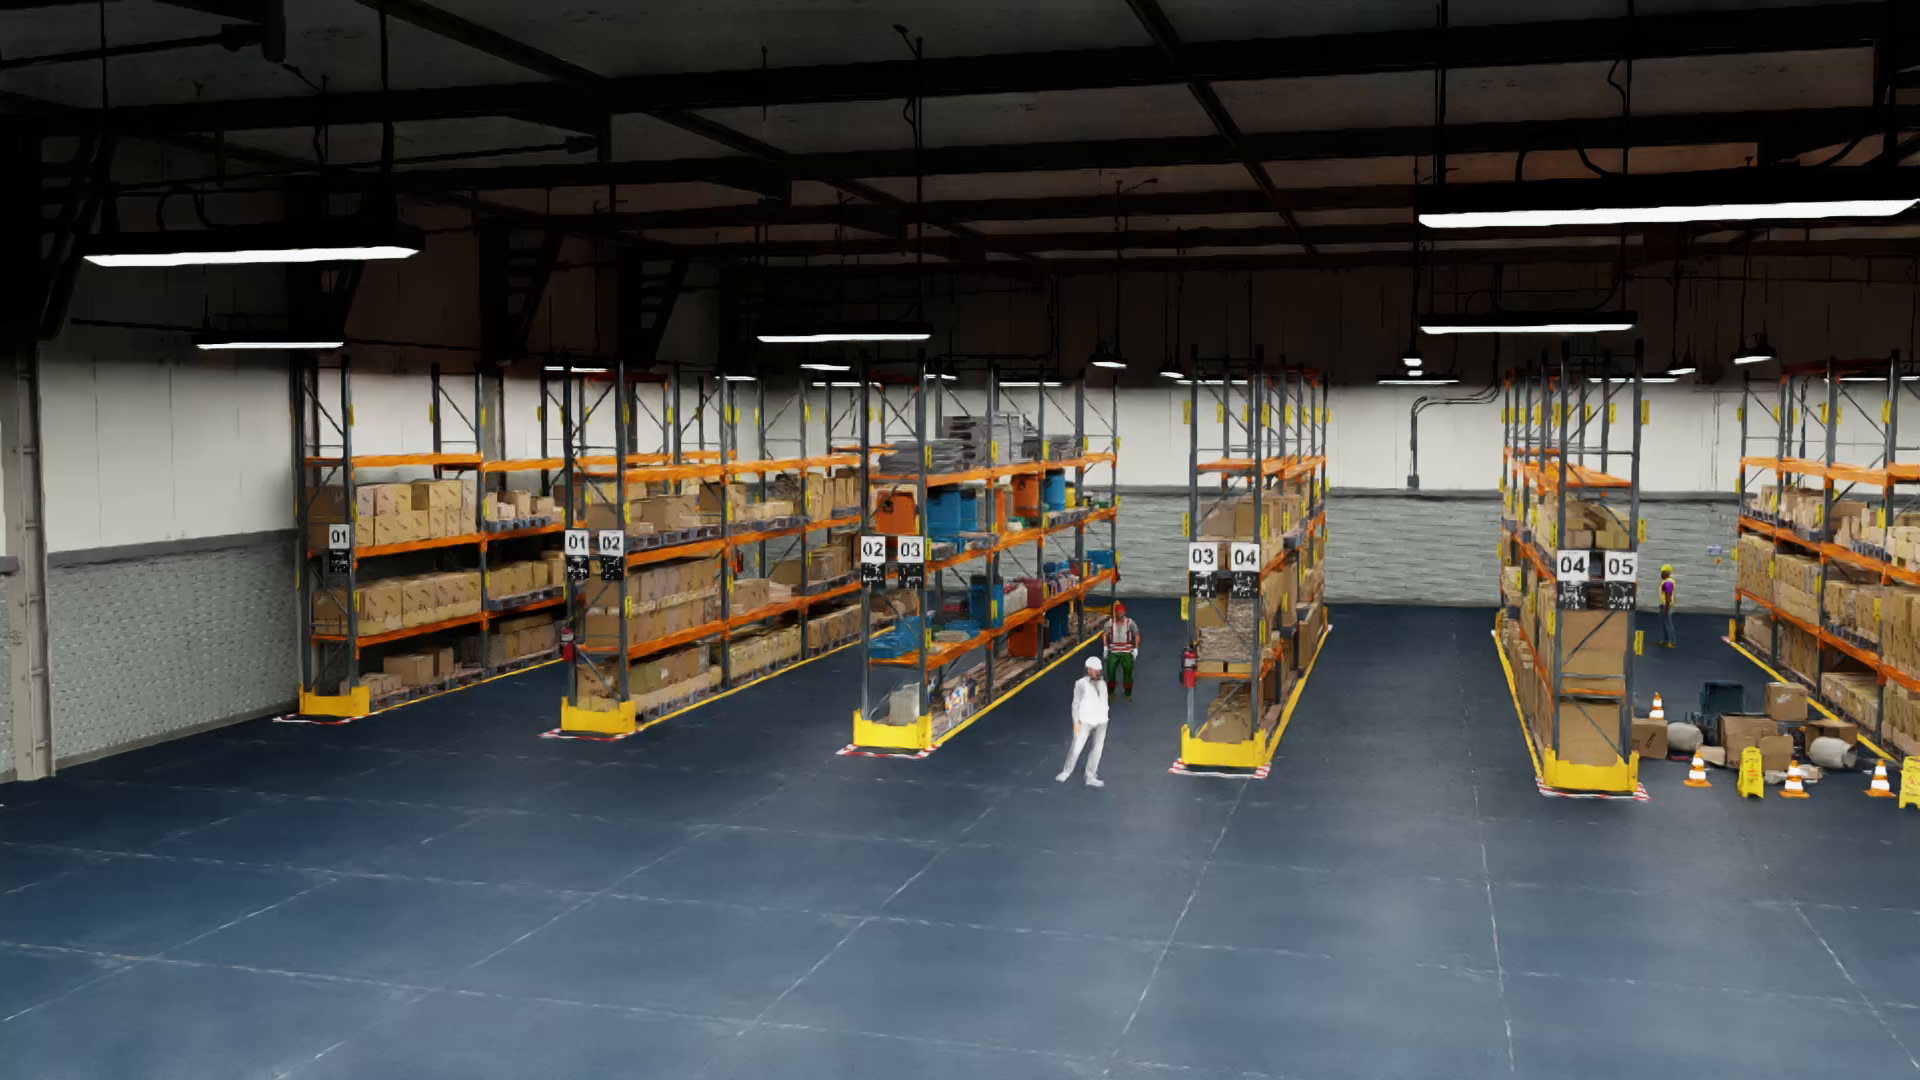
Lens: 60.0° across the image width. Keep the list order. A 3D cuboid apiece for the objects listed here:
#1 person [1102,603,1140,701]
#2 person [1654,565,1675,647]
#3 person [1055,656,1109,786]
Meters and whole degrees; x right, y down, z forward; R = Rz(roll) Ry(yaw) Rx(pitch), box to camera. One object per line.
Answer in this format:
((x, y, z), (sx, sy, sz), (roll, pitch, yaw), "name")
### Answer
((2.805, 1.960, 29.101), (0.677, 1.741, 0.551), (1, 4, 15), "person")
((15.250, 1.416, 35.923), (0.398, 1.767, 0.667), (2, 5, 20), "person")
((1.660, 2.440, 22.445), (0.715, 1.763, 0.521), (-2, 5, -26), "person")
